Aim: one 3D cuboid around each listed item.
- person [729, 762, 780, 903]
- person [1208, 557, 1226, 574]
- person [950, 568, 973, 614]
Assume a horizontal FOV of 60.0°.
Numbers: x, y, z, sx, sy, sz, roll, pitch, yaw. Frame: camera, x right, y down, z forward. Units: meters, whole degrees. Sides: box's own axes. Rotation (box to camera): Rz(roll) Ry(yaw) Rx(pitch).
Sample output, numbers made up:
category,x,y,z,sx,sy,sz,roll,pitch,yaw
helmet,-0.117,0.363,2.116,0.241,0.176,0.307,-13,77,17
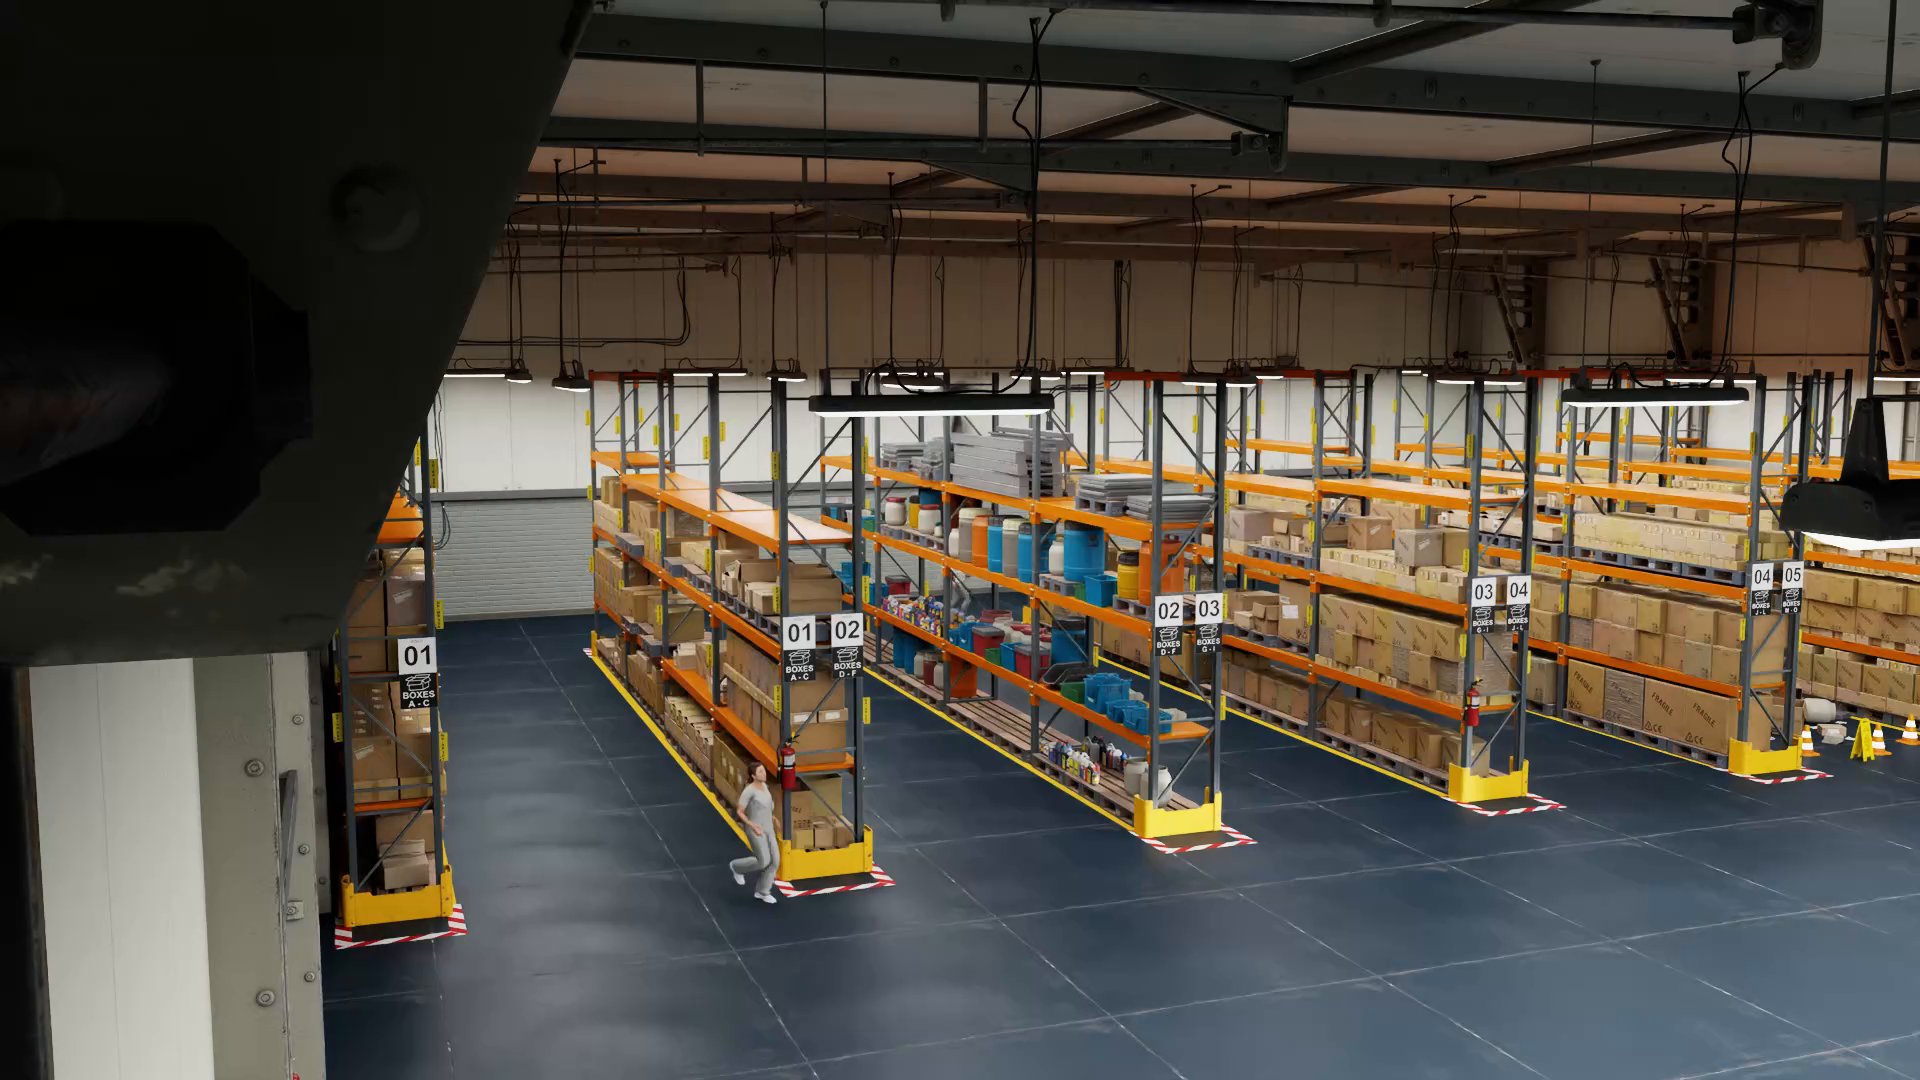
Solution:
category,x,y,z,sx,sy,sz,roll,pitch,yaw
person,-2.388,3.381,19.370,0.629,1.641,0.565,4,7,31
person,6.414,0.864,41.724,0.586,1.619,0.661,5,8,36
person,-0.055,1.115,39.302,0.731,1.747,0.554,-1,6,-6
